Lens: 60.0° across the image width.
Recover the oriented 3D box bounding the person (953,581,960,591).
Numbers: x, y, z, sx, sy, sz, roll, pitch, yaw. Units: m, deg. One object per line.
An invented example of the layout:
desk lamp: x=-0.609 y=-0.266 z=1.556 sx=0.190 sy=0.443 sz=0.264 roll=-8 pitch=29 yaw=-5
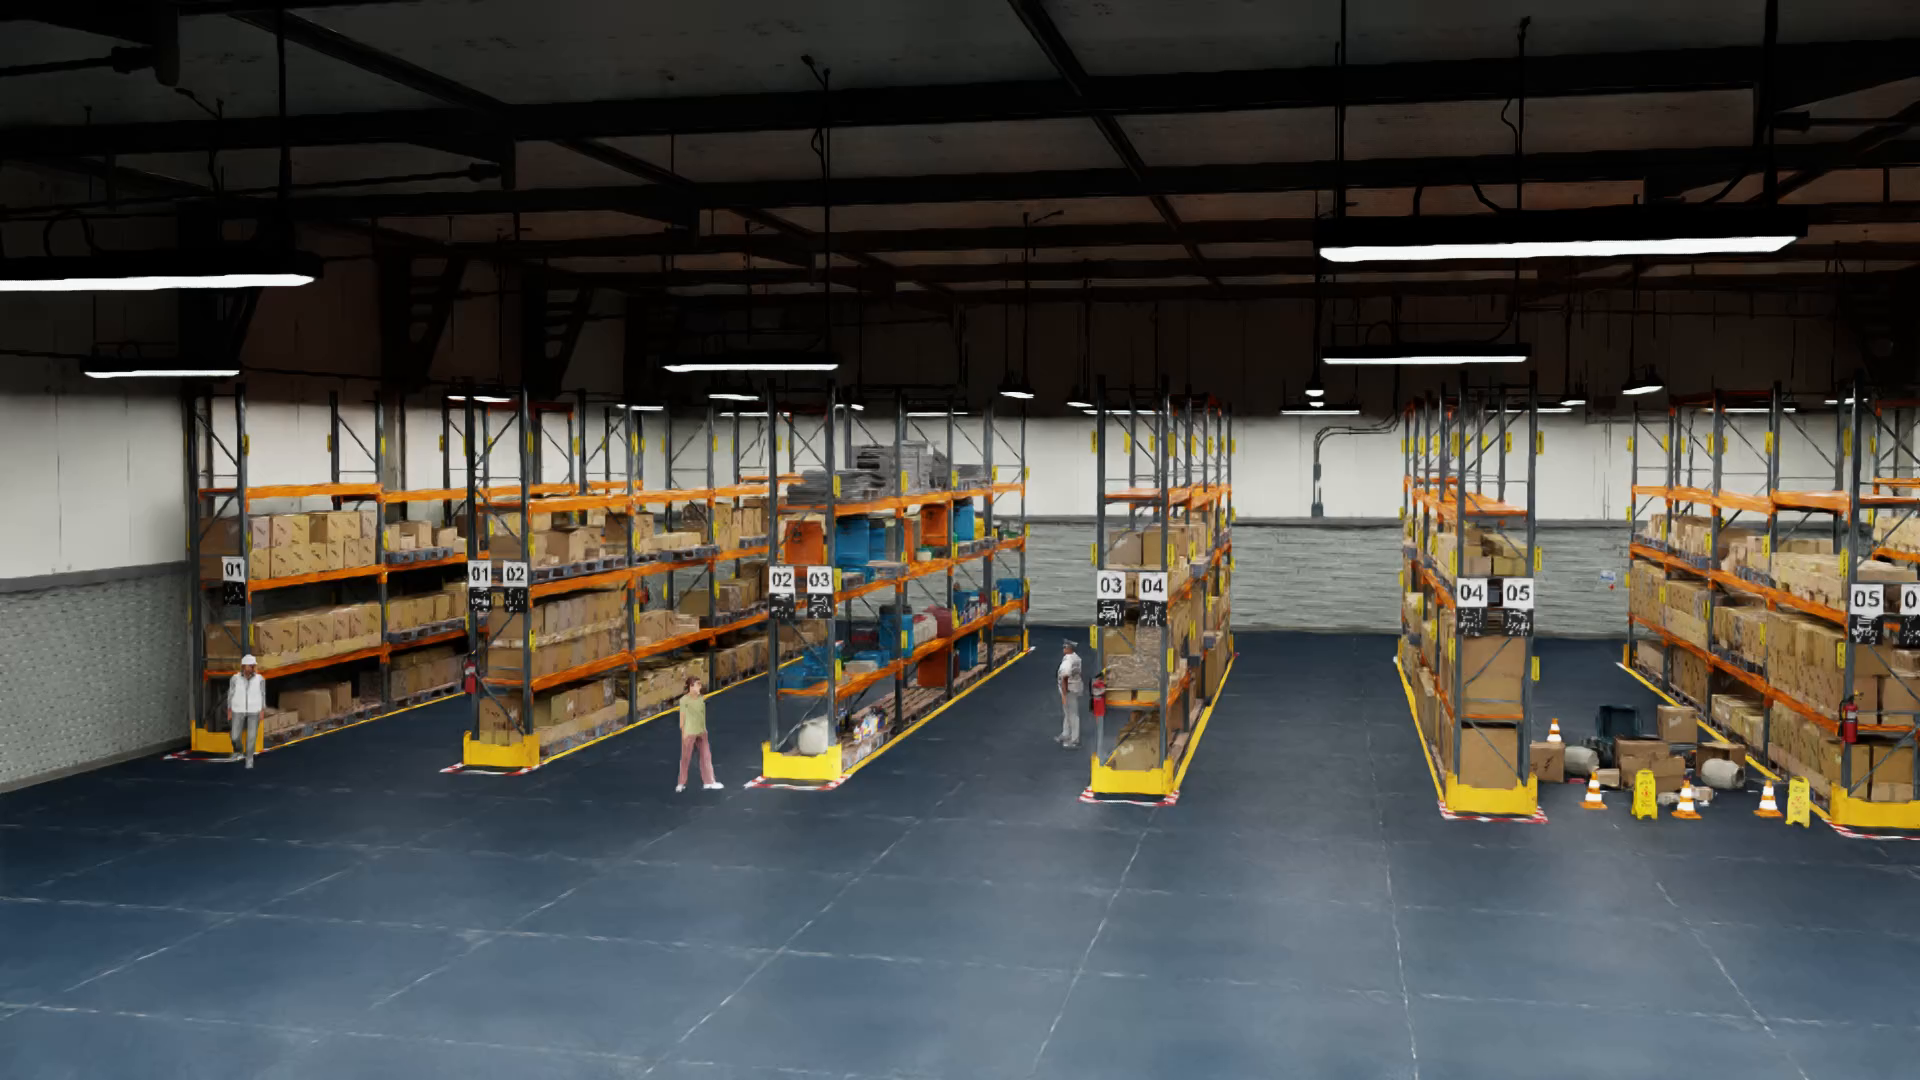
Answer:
person: x=-0.090 y=1.827 z=41.447 sx=0.445 sy=1.573 sz=0.989 roll=1 pitch=4 yaw=23

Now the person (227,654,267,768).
person: x=-11.082 y=2.645 z=25.822 sx=0.586 sy=1.767 sz=0.557 roll=-1 pitch=4 yaw=-25

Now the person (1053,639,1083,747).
person: x=1.794 y=2.525 z=27.764 sx=0.624 sy=1.748 sz=0.759 roll=1 pitch=4 yaw=24

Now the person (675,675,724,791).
person: x=-3.813 y=2.780 z=24.023 sx=0.499 sy=1.665 sz=0.647 roll=3 pitch=4 yaw=43
